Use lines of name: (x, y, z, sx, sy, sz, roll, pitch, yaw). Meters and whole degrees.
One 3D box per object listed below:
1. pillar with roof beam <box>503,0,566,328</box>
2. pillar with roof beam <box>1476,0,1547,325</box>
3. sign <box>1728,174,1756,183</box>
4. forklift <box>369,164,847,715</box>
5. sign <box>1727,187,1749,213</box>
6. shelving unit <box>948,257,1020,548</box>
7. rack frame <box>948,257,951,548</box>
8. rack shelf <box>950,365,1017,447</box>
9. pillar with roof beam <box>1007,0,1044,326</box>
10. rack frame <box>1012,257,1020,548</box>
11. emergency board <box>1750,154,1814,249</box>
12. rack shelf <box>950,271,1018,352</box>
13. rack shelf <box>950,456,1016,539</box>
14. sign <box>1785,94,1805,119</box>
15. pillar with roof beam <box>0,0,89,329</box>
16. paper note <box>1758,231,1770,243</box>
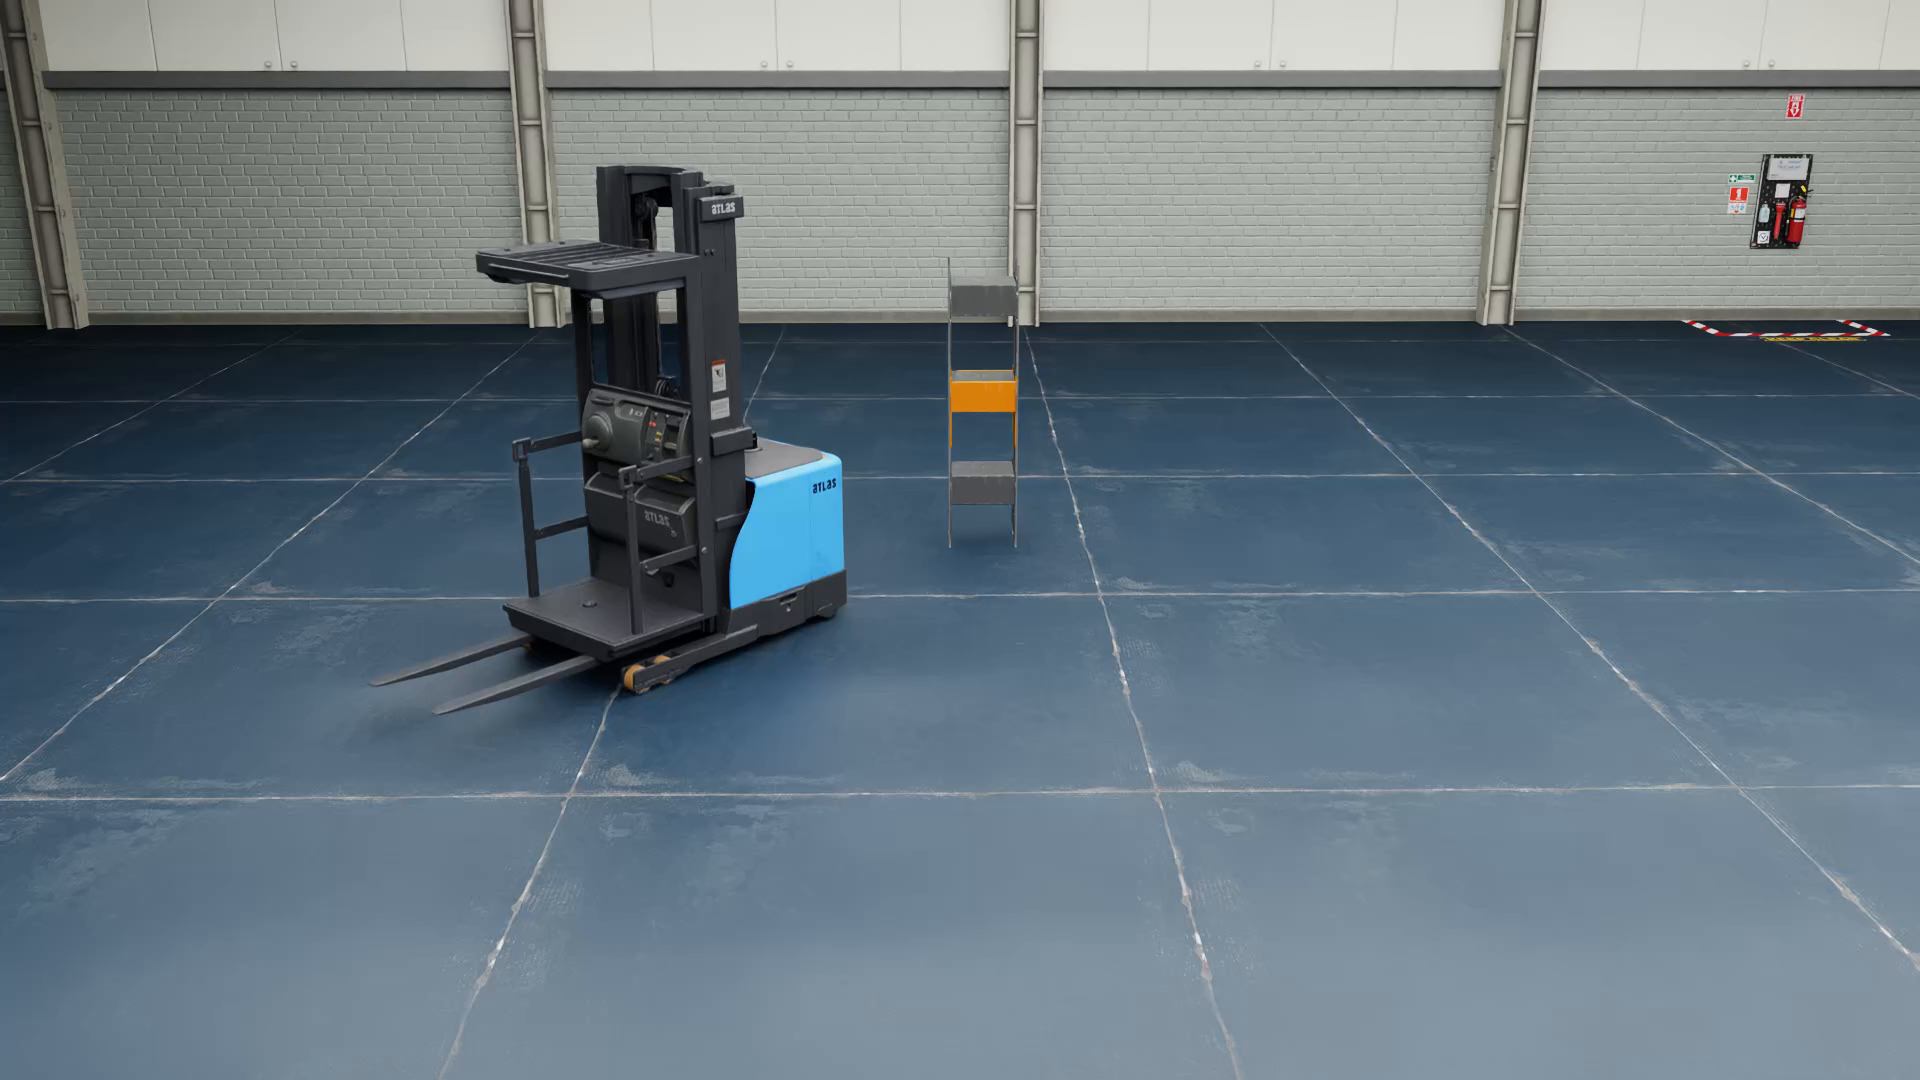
pillar with roof beam: (-5.131, -5.678, 15.514, 0.400, 9.000, 9.100, 0, 18, -1)
pillar with roof beam: (6.867, -5.735, 15.695, 0.400, 9.000, 9.100, 0, 18, -1)
sign: (9.777, -4.518, 20.794, 0.331, 0.109, 0.001, 0, 18, -1)
forklift: (-2.083, -0.668, 9.832, 1.130, 2.935, 3.031, 14, 23, 38)
sign: (9.772, -4.268, 20.883, 0.234, 0.329, 0.001, 0, 18, -1)
shelving unit: (0.166, -1.001, 12.229, 0.503, 2.100, 0.431, 0, 18, -1)
rack frame: (-0.078, -0.999, 12.226, 0.015, 2.100, 0.400, 0, 18, -1)
rack shelf: (0.166, -0.988, 12.233, 0.480, 0.518, 0.431, 0, 18, -1)
pillar with roof beam: (0.868, -5.706, 15.604, 0.400, 9.000, 9.100, 0, 18, -1)
rack frame: (0.409, -1.002, 12.233, 0.015, 2.100, 0.400, 0, 18, -1)
emergency board: (10.327, -4.222, 20.799, 0.643, 1.169, 0.194, 0, 18, -1)
rack shelf: (0.166, -1.654, 12.020, 0.480, 0.518, 0.431, 0, 18, -1)
rack shelf: (0.166, -0.321, 12.447, 0.480, 0.518, 0.431, 0, 18, -1)
sign: (10.317, -5.356, 20.540, 0.199, 0.298, 0.001, 0, 18, -1)
pillar with roof beam: (-11.131, -5.649, 15.424, 0.400, 9.000, 9.100, 0, 18, -1)
paper note: (10.149, -3.823, 20.997, 0.142, 0.148, 0.016, 0, 18, -1)
